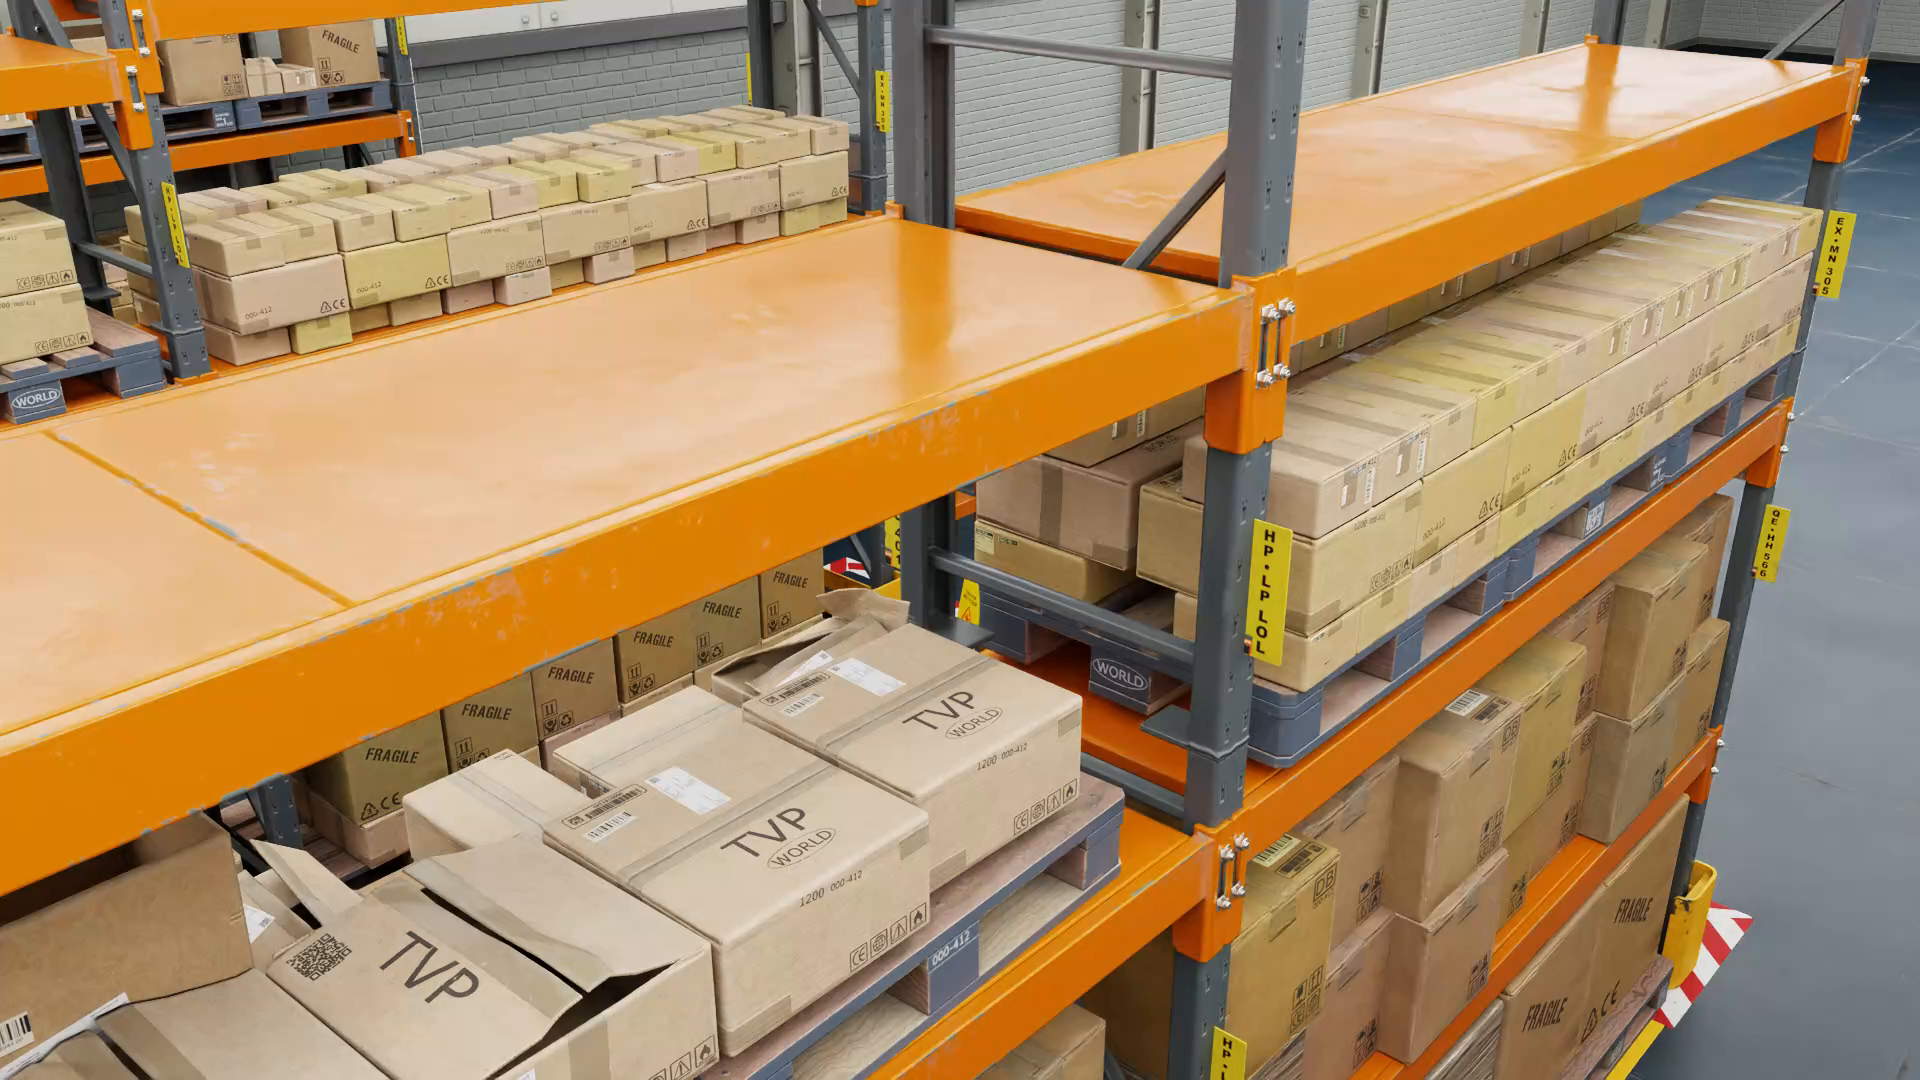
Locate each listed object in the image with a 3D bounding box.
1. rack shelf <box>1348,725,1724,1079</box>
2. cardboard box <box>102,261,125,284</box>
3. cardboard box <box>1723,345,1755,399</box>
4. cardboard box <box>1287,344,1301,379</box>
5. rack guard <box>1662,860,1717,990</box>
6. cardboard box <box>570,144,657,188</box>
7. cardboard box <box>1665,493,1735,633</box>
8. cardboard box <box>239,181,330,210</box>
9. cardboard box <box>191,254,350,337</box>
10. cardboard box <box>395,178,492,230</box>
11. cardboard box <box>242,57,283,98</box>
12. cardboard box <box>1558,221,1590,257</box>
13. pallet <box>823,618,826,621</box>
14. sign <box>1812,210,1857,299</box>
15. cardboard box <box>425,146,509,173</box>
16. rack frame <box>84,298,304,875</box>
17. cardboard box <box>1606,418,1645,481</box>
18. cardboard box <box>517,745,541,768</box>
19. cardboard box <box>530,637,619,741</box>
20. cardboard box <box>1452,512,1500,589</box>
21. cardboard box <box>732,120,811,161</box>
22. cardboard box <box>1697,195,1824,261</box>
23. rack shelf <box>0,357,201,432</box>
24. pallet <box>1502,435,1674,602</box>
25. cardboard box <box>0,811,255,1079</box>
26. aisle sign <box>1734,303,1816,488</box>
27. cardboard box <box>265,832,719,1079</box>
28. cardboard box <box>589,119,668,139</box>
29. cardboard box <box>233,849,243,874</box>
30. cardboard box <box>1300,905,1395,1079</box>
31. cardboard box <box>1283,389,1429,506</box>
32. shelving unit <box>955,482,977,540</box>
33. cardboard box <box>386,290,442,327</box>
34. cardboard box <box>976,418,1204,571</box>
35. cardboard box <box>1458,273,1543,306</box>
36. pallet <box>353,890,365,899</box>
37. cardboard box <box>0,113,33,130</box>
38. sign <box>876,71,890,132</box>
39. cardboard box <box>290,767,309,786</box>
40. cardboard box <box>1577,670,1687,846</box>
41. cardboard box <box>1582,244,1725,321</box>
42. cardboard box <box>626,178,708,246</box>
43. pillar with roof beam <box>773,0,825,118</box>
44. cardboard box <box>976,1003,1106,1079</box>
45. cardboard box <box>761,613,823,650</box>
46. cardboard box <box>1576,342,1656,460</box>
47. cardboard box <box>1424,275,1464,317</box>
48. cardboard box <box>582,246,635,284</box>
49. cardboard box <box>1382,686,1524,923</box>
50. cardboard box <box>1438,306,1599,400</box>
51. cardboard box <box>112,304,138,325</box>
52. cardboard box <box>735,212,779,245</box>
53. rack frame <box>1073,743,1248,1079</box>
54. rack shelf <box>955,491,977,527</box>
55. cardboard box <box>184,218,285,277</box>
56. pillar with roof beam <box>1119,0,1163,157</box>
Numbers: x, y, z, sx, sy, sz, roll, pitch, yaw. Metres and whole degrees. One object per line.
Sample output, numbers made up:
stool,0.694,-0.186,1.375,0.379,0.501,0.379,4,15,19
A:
rack shelf,1.590,1.437,6.229,1.077,0.370,4.000,20,31,38
cardboard box,-5.963,-1.864,11.434,0.380,0.149,0.250,20,31,37
cardboard box,2.616,-0.643,5.994,0.380,0.149,0.250,21,31,38
cardboard box,0.766,-0.565,4.845,0.380,0.149,0.250,21,31,38
rack guard,2.941,1.633,7.968,1.175,0.500,0.348,20,31,38
cardboard box,-1.762,-1.896,8.450,0.380,0.149,0.250,19,30,36
cardboard box,2.648,0.041,6.960,0.875,0.550,0.550,20,31,38
cardboard box,-3.093,-1.532,7.637,0.380,0.149,0.250,21,32,39
cardboard box,-3.001,-1.098,7.157,0.500,0.250,0.500,19,31,36
cardboard box,-2.387,-1.555,7.688,0.380,0.149,0.250,19,30,36
cardboard box,-5.024,-3.307,11.794,0.396,0.266,0.258,20,31,38
cardboard box,2.127,-1.187,6.232,0.380,0.149,0.250,20,31,37
pallet,-1.448,0.712,10.375,1.003,0.211,1.213,20,31,38
sign,3.320,-1.085,6.322,0.100,0.325,0.005,20,31,38
cardboard box,-2.486,-1.875,8.403,0.380,0.149,0.250,21,31,38
rack frame,-3.498,0.397,7.668,1.000,3.000,0.127,20,31,38
cardboard box,1.937,-0.333,5.304,0.380,0.149,0.250,21,31,38
cardboard box,-2.556,1.189,8.751,0.500,0.250,0.500,-22,32,-40
cardboard box,-2.208,0.688,8.950,0.500,0.500,0.500,22,32,40
cardboard box,1.258,-0.022,4.610,0.380,0.149,0.250,20,31,37
cardboard box,-1.035,-2.187,9.100,0.380,0.149,0.250,21,31,38
cardboard box,2.953,-1.160,6.173,0.380,0.149,0.250,21,31,38
rack shelf,-4.833,-0.034,5.843,1.077,0.370,4.000,20,31,38
pallet,1.623,-0.226,5.502,1.003,0.211,1.213,20,31,38
cardboard box,-1.463,0.679,2.616,0.500,0.500,0.500,20,31,38
aisle sign,3.196,-0.626,6.774,0.394,0.787,0.004,20,31,38
cardboard box,-0.751,0.747,2.696,0.500,0.311,0.500,19,30,36
cardboard box,-1.810,-2.190,9.105,0.380,0.149,0.250,20,31,37
cardboard box,-3.847,1.565,7.762,0.950,0.372,0.625,21,31,38
cardboard box,0.843,1.360,5.337,0.875,0.550,0.550,20,31,38
cardboard box,0.921,-0.233,4.105,0.380,0.149,0.250,20,31,37
shelving unit,-0.036,-0.463,11.970,0.215,1.050,0.252,20,31,38
cardboard box,-2.612,-1.120,7.694,0.380,0.149,0.250,21,32,39
cardboard box,0.393,-0.175,4.463,0.500,0.250,0.500,20,31,37
cardboard box,1.737,-0.788,5.830,0.500,0.250,0.500,20,31,37
pallet,-1.280,1.102,2.661,1.003,0.211,1.213,22,32,40
cardboard box,-6.159,-2.736,10.662,0.380,0.149,0.250,21,32,39
sign,-0.429,-2.436,9.240,0.100,0.325,0.005,20,31,38
cardboard box,-3.303,0.865,8.557,0.500,0.500,0.500,20,31,37
cardboard box,2.360,0.730,6.743,0.875,0.550,0.550,20,31,38
cardboard box,2.275,-0.852,5.485,0.380,0.149,0.250,20,31,38
cardboard box,-1.649,-1.715,8.534,0.500,0.250,0.500,21,32,39
pillar with roof beam,1.547,-5.599,13.711,9.100,9.000,0.400,20,31,38
cardboard box,-0.072,1.369,4.157,0.700,0.500,0.500,20,31,37
cardboard box,-1.184,0.569,10.134,0.500,0.250,0.500,20,31,37
cardboard box,1.799,-0.490,5.165,0.500,0.250,0.500,20,31,38
cardboard box,1.445,-0.876,5.539,0.380,0.149,0.250,21,31,38
cardboard box,-1.851,-1.410,8.341,0.380,0.149,0.250,20,31,37
cardboard box,1.270,0.728,5.428,0.875,0.550,0.550,20,31,38
cardboard box,1.600,-0.543,4.797,0.380,0.149,0.250,20,31,37
cardboard box,-6.034,-1.384,11.520,0.500,0.500,0.500,20,31,37
cardboard box,-1.203,-1.734,9.062,0.380,0.149,0.250,21,32,39
rack frame,0.255,1.718,4.723,1.000,3.000,0.127,20,31,38
rack shelf,-0.036,-0.199,12.088,0.215,0.259,0.240,20,31,38
cardboard box,-3.045,-1.227,6.958,0.380,0.149,0.250,19,31,37
pillar with roof beam,5.551,-7.427,17.788,9.100,9.000,0.400,20,31,38
